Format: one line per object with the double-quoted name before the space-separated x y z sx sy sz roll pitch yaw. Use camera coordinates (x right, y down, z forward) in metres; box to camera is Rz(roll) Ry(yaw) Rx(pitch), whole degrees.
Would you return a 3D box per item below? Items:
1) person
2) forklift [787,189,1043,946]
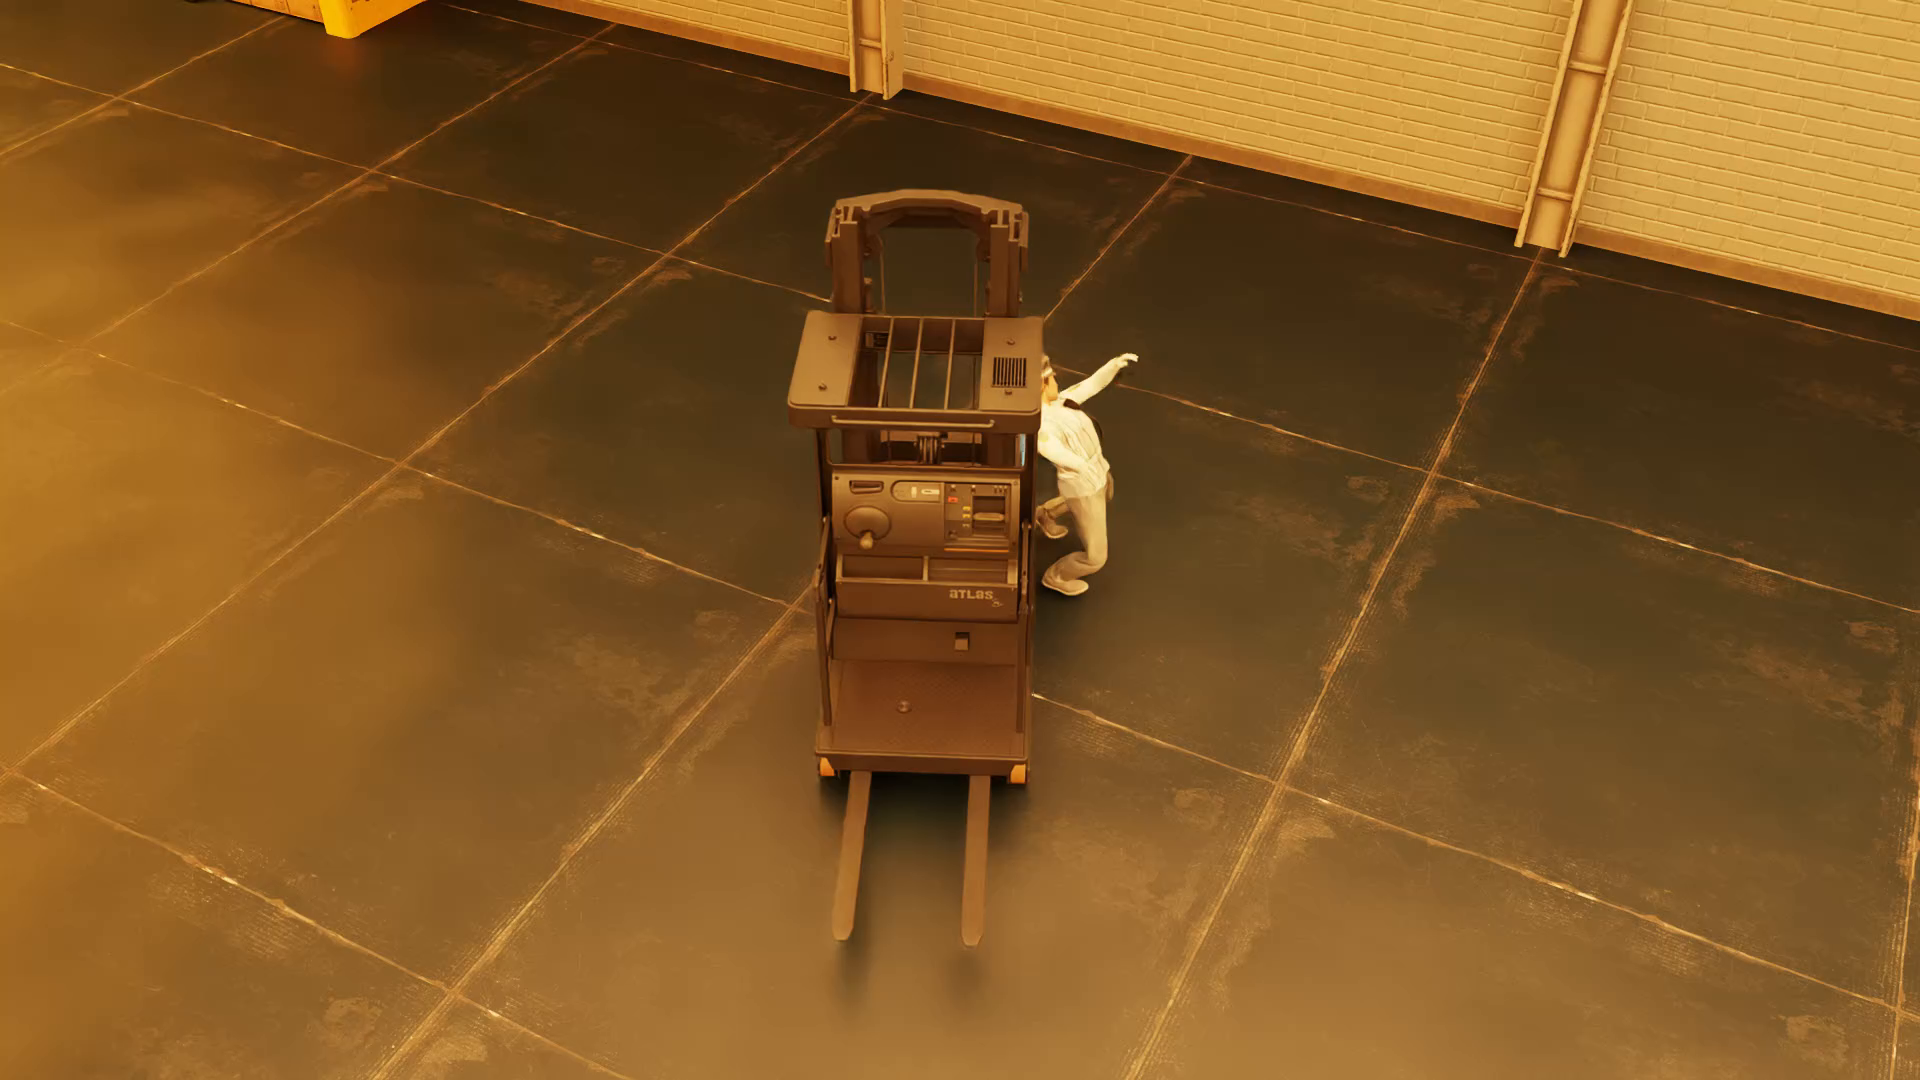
"person" 0.580 -0.299 9.409 0.708 1.501 0.979 6 40 7
"forklift" -0.176 -0.060 8.058 1.130 2.935 3.031 2 40 2
